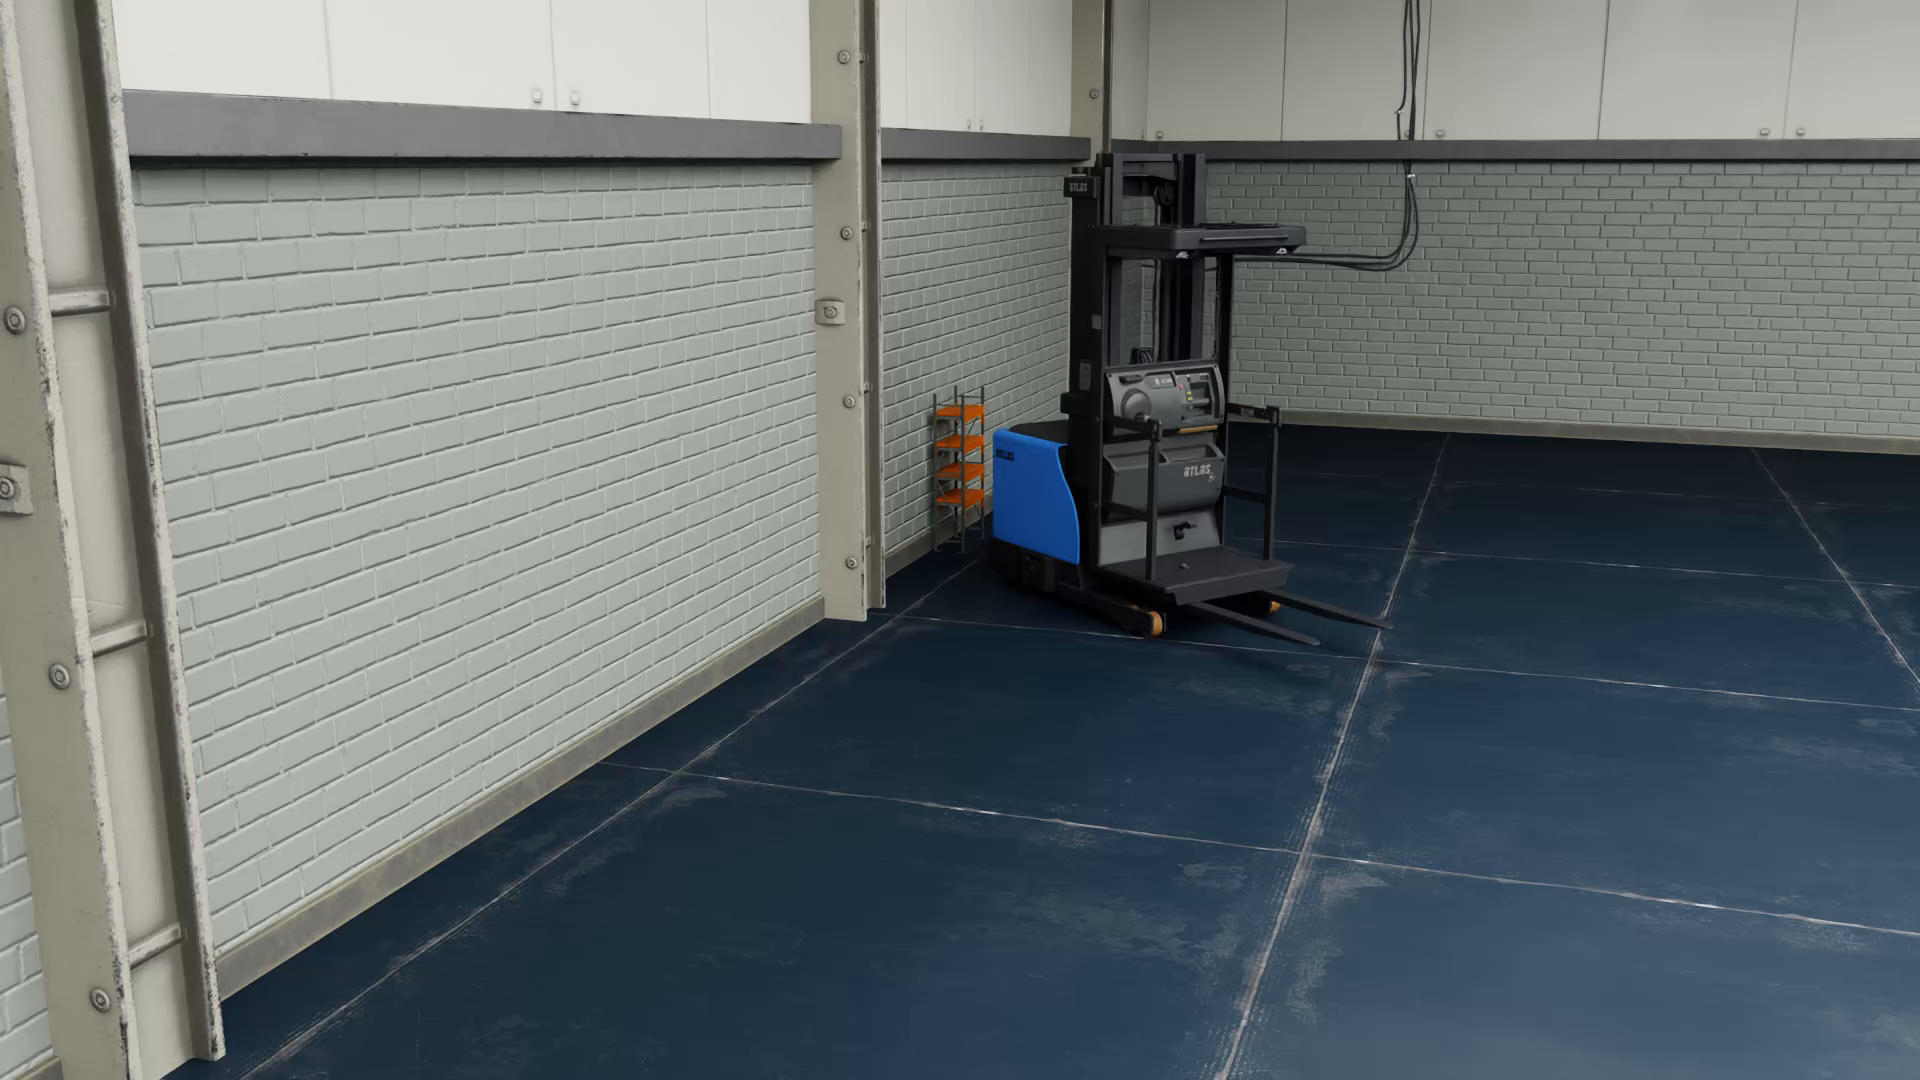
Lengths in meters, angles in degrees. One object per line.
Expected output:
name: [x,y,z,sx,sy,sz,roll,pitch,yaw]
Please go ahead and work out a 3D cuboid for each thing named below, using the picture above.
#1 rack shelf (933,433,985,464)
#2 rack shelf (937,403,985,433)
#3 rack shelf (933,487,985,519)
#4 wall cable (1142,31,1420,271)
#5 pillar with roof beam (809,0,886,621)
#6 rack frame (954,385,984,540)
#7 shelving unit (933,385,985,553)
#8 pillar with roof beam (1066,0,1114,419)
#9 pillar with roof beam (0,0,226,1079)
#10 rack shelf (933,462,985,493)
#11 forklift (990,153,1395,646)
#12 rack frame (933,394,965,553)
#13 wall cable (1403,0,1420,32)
rack shelf: [-0.005,-0.699,12.649,0.258,0.148,0.480,4,13,18]
rack shelf: [-0.006,-0.929,12.596,0.258,0.148,0.480,4,13,18]
rack shelf: [-0.004,-0.287,12.743,0.258,0.148,0.480,4,13,18]
wall cable: [3.444,-4.191,18.104,3.097,2.526,0.112,4,14,18]
pillar with roof beam: [3.372,-3.606,8.565,9.100,9.000,0.400,4,14,18]
rack frame: [0.072,-0.598,12.909,0.240,1.200,0.015,4,13,18]
shelving unit: [-0.005,-0.546,12.684,0.258,1.200,0.503,4,13,18]
pillar with roof beam: [5.313,-4.870,14.100,9.100,9.000,0.400,4,14,18]
pillar with roof beam: [1.431,-2.343,3.030,9.100,9.000,0.400,4,14,18]
rack shelf: [-0.005,-0.481,12.699,0.258,0.148,0.480,4,13,18]
forklift: [1.445,-0.942,10.528,1.130,2.935,3.031,-8,15,-32]
rack frame: [-0.082,-0.495,12.458,0.240,1.200,0.015,4,13,18]
wall cable: [6.004,-6.458,16.689,3.097,2.526,0.112,4,14,18]
